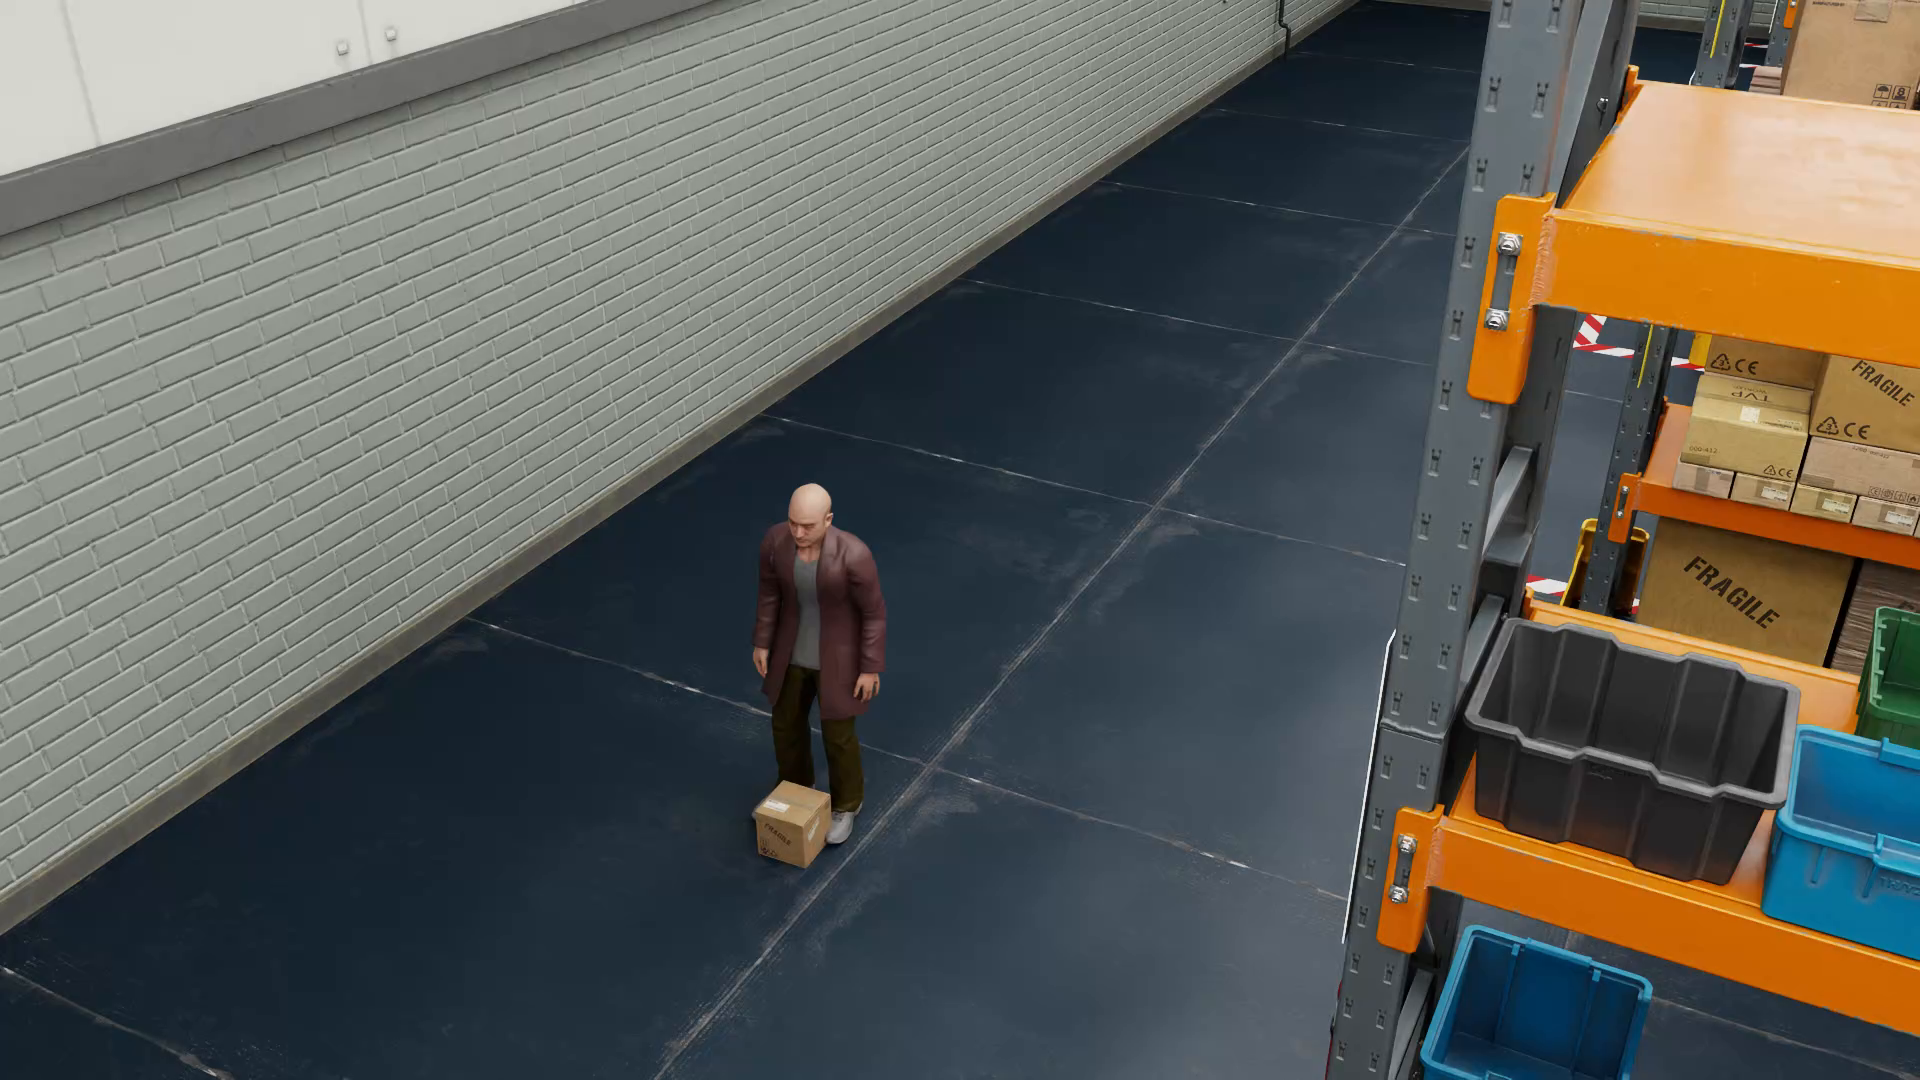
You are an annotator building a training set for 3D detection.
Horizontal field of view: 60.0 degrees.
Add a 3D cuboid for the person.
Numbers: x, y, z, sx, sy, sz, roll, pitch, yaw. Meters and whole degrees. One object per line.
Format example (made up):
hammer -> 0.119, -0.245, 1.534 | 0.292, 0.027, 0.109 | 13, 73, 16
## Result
person -> -0.649, 0.522, 7.395 | 0.643, 1.774, 0.424 | 14, 33, 24
